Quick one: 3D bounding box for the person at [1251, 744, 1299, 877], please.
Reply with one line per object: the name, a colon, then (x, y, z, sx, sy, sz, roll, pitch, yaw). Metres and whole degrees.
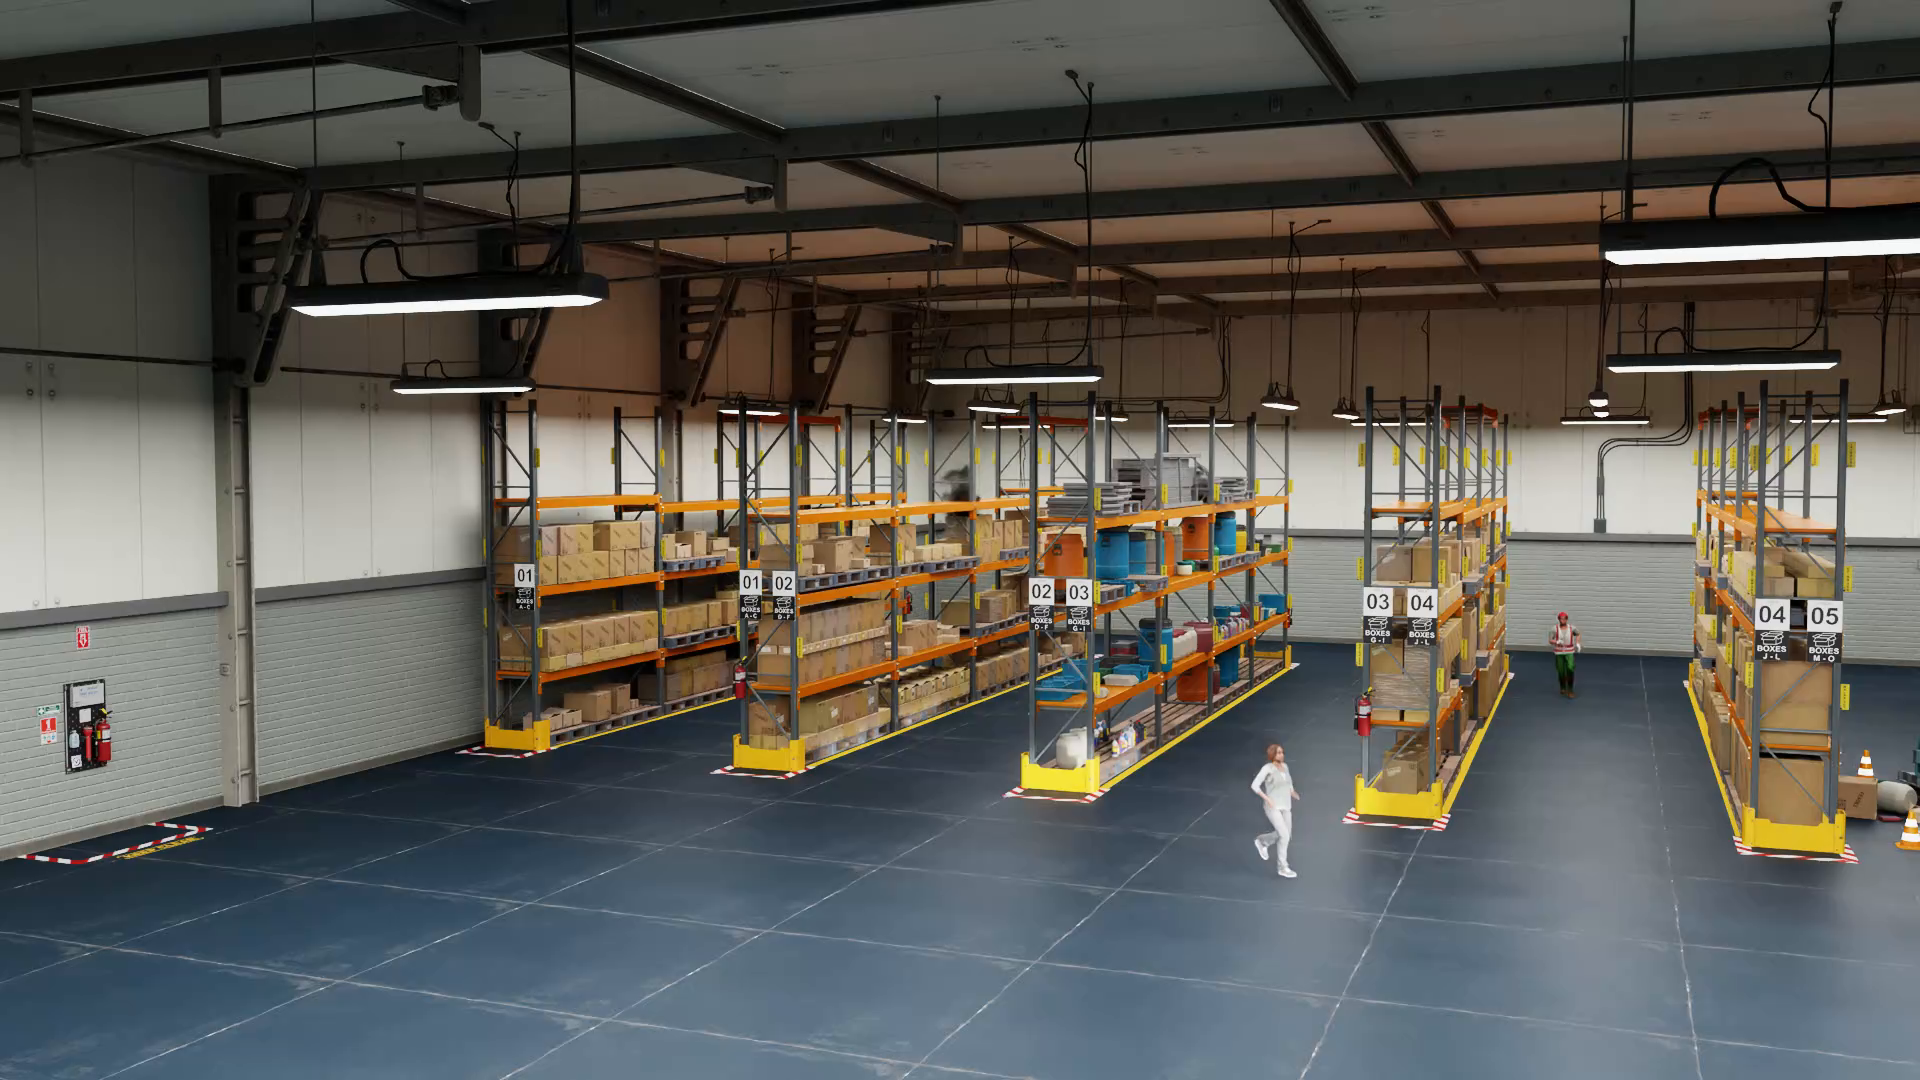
person: (3.783, 3.230, 20.027, 0.546, 1.558, 0.730, -2, 3, -35)

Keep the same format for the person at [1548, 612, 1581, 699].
person: (12.643, 2.405, 34.806, 0.623, 1.811, 0.727, 1, 3, 24)

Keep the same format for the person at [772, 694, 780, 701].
person: (-3.307, 2.571, 31.231, 0.666, 1.847, 0.937, 0, 3, 8)
